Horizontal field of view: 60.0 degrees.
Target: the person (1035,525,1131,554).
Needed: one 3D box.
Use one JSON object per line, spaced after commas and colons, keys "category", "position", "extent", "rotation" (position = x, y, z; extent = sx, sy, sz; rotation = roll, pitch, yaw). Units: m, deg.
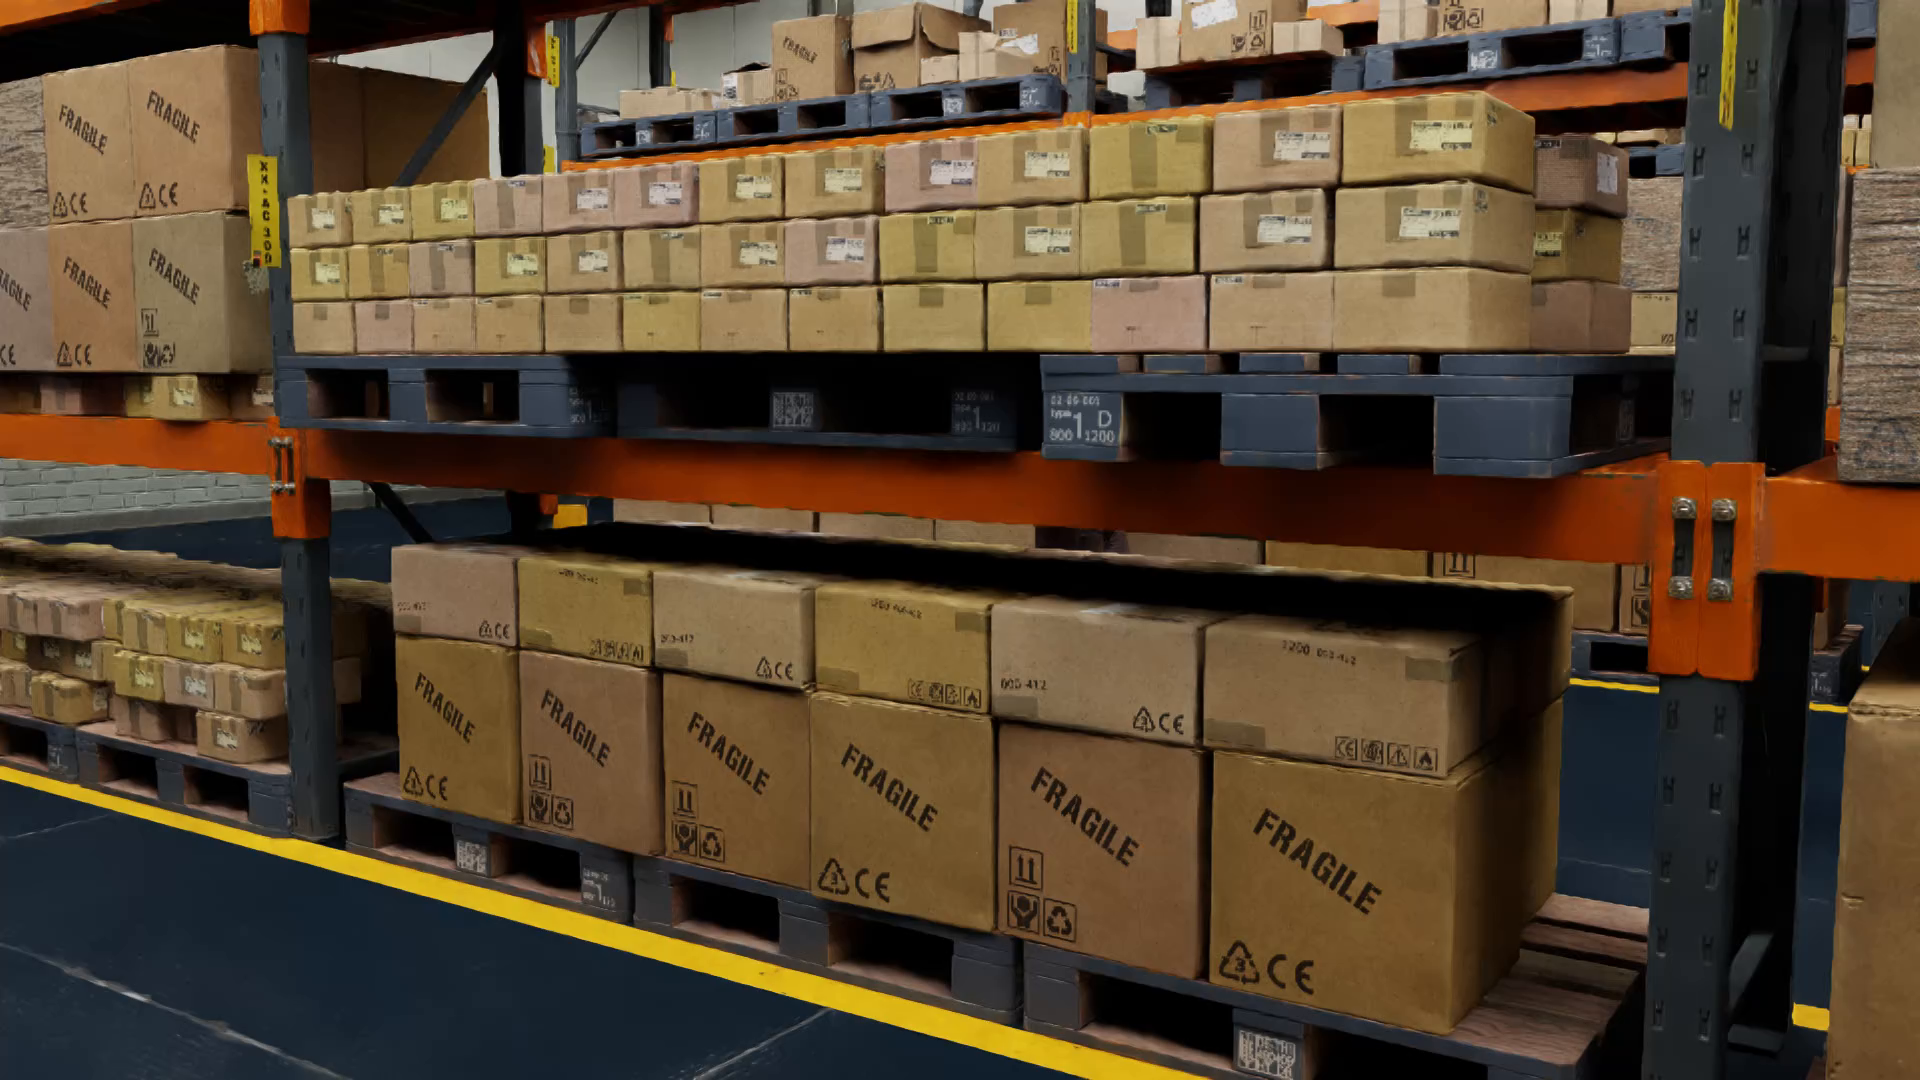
{"category": "person", "position": [0.540, -0.031, 6.152], "extent": [0.739, 1.717, 0.703], "rotation": [2, 7, 17]}
